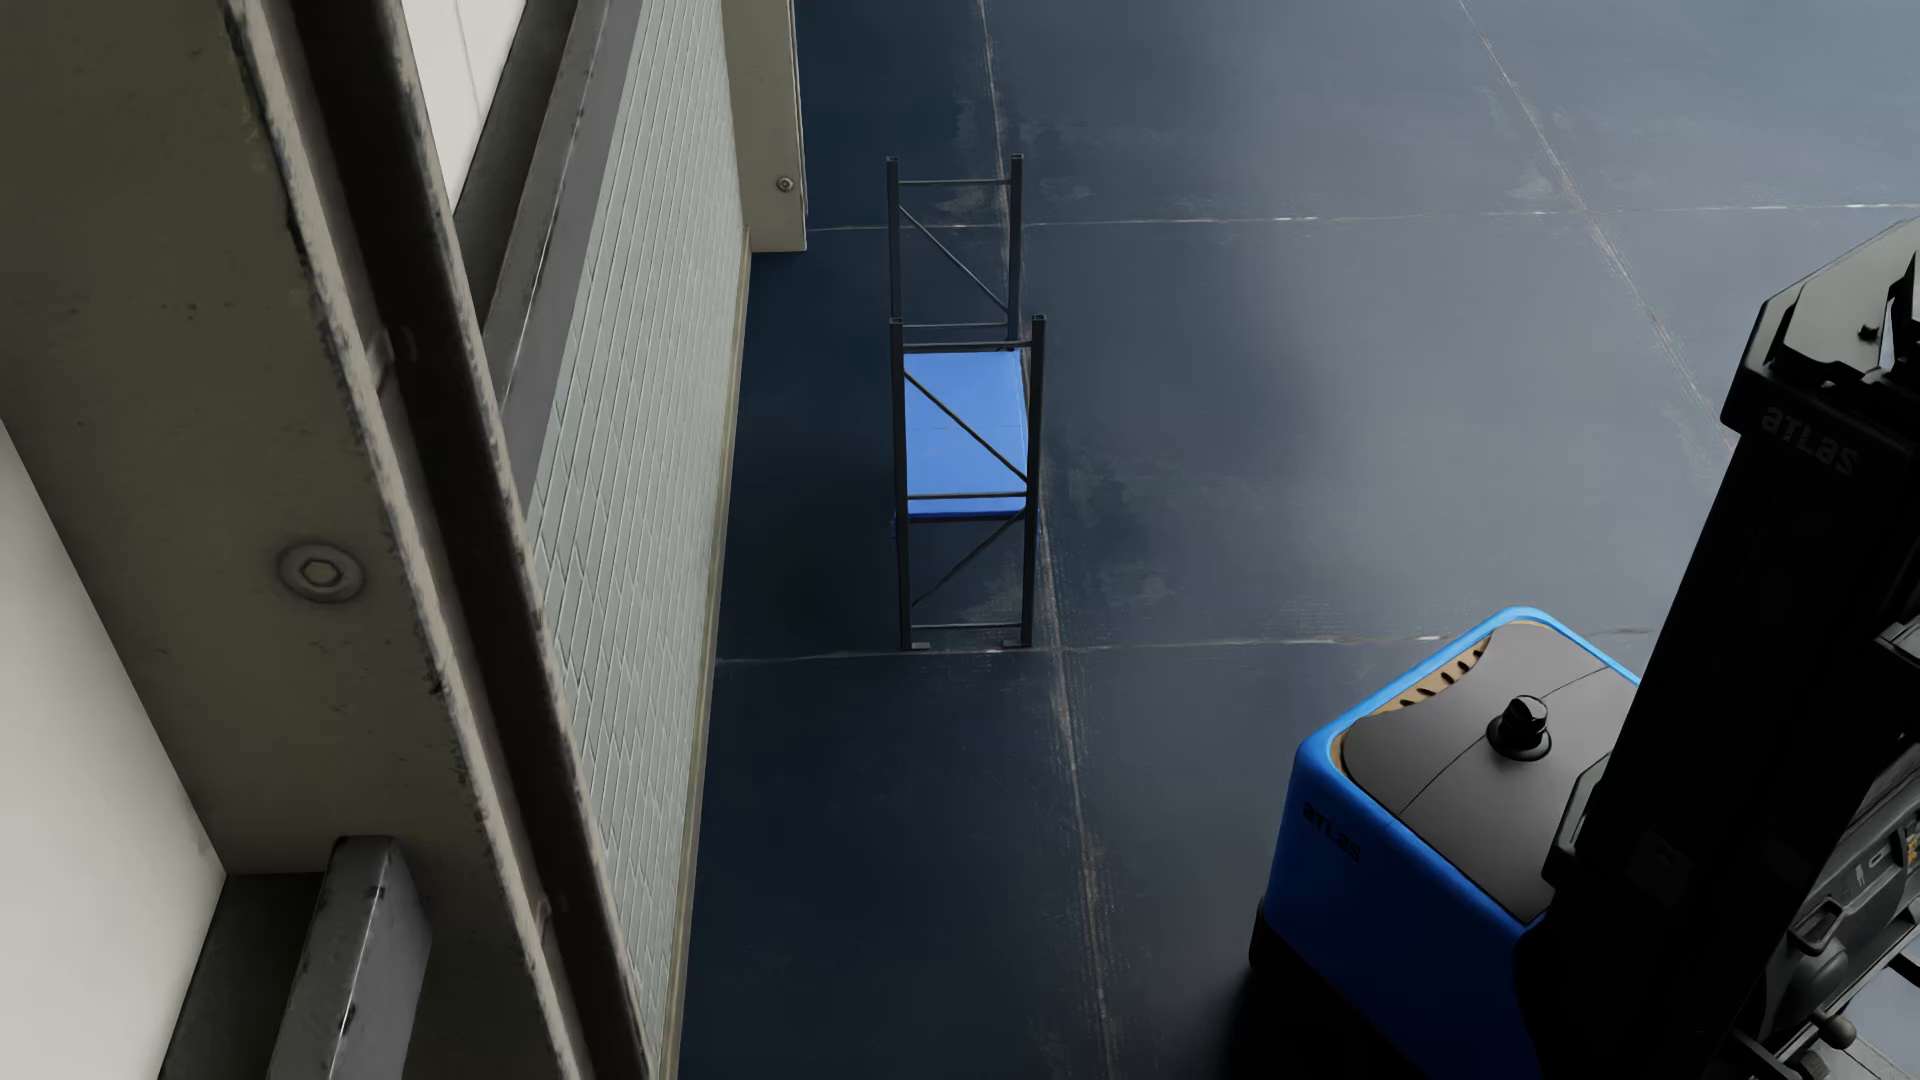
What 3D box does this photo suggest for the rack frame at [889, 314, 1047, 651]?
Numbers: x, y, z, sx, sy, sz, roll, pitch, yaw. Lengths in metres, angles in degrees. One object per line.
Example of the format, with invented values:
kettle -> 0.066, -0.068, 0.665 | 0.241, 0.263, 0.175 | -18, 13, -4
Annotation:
rack frame -> 0.025, -0.152, 5.806 | 0.500, 1.500, 0.032 | -2, 43, -2

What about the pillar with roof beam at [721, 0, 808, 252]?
pillar with roof beam -> 3.368, -5.019, 5.566 | 9.100, 9.000, 0.400 | -2, 43, -2

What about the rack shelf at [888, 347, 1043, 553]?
rack shelf -> 0.004, -0.363, 6.302 | 0.538, 0.185, 1.000 | -2, 43, -2

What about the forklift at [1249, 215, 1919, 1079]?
forklift -> 2.195, 0.873, 3.628 | 1.130, 2.935, 3.031 | -27, 49, -26

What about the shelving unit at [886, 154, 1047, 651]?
shelving unit -> 0.004, -0.495, 6.180 | 0.538, 1.500, 1.048 | -2, 43, -2

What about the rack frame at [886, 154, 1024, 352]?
rack frame -> -0.018, -0.838, 6.555 | 0.500, 1.500, 0.032 | -2, 43, -2
